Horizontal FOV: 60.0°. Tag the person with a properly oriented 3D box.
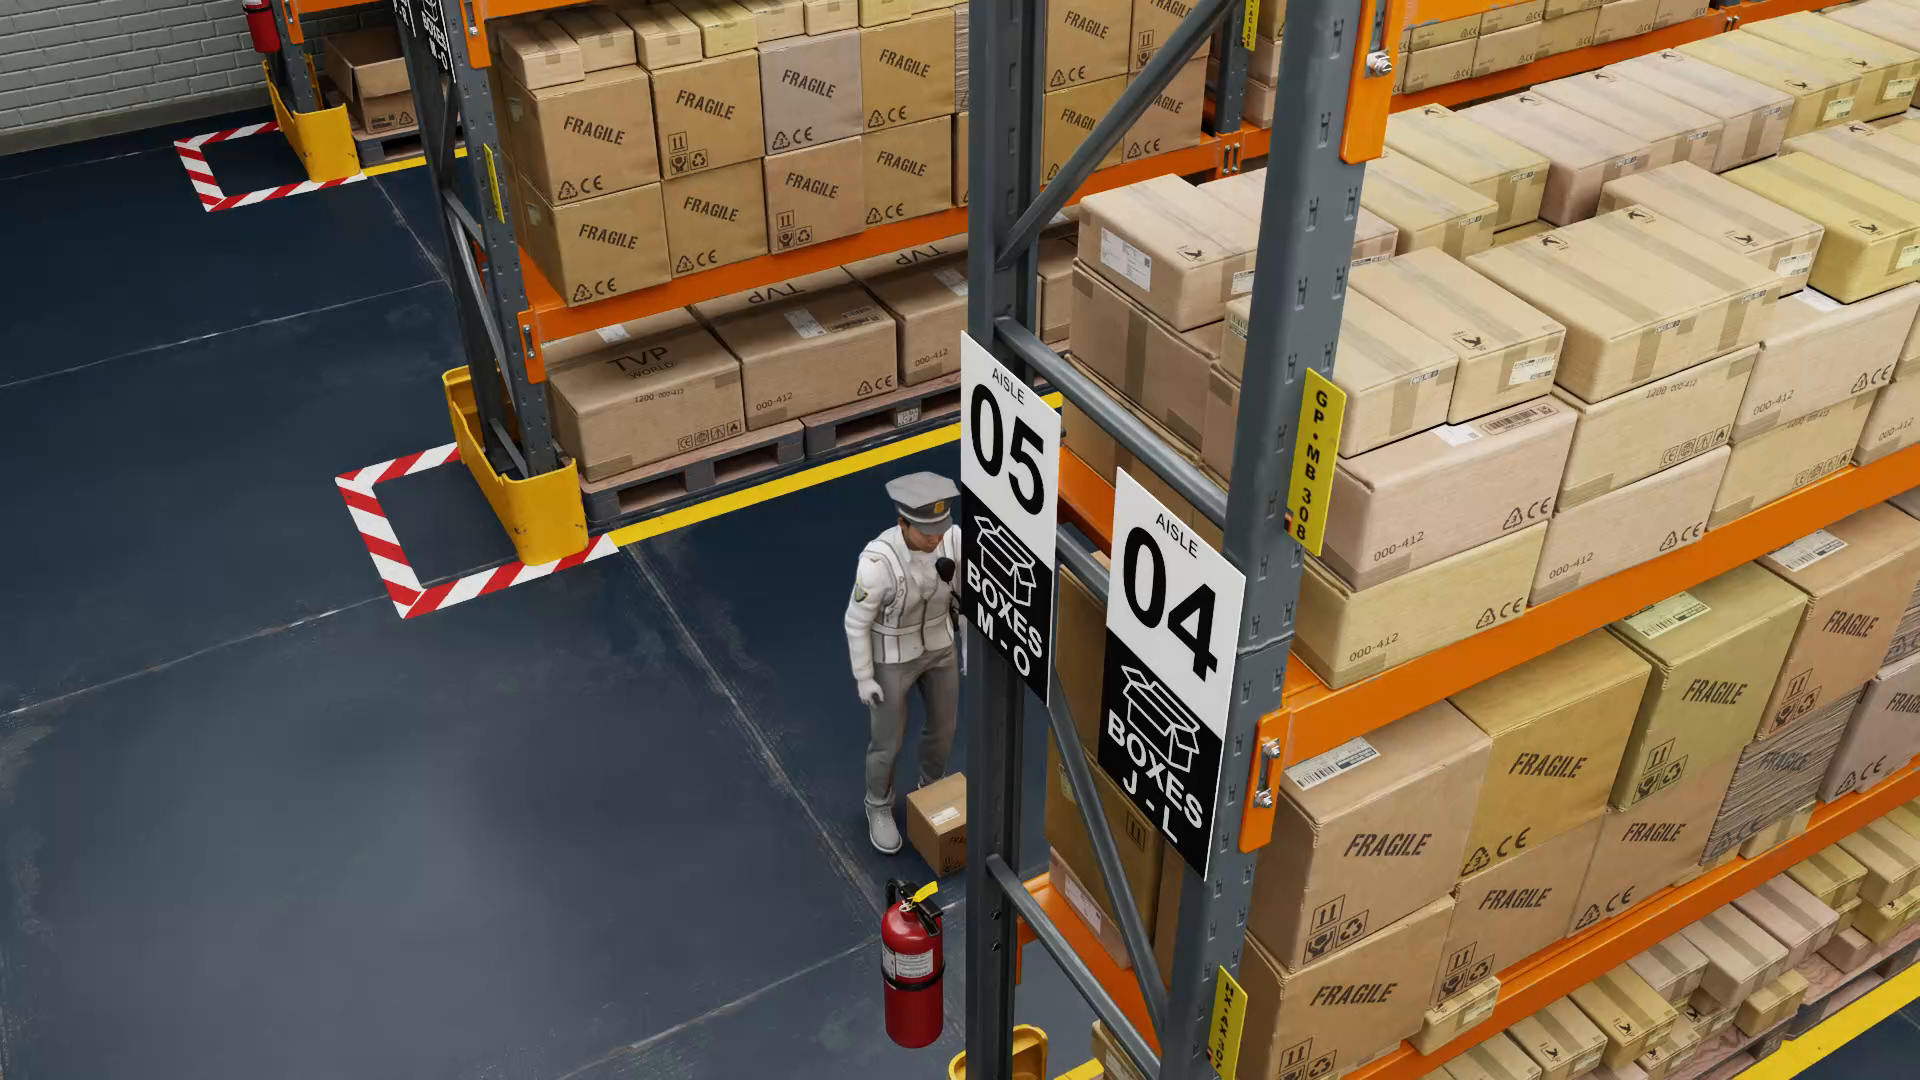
[{"bbox_3d":[-0.173,0.444,6.335,0.530,1.663,0.371,-19,41,-23],"label":"person"}]
